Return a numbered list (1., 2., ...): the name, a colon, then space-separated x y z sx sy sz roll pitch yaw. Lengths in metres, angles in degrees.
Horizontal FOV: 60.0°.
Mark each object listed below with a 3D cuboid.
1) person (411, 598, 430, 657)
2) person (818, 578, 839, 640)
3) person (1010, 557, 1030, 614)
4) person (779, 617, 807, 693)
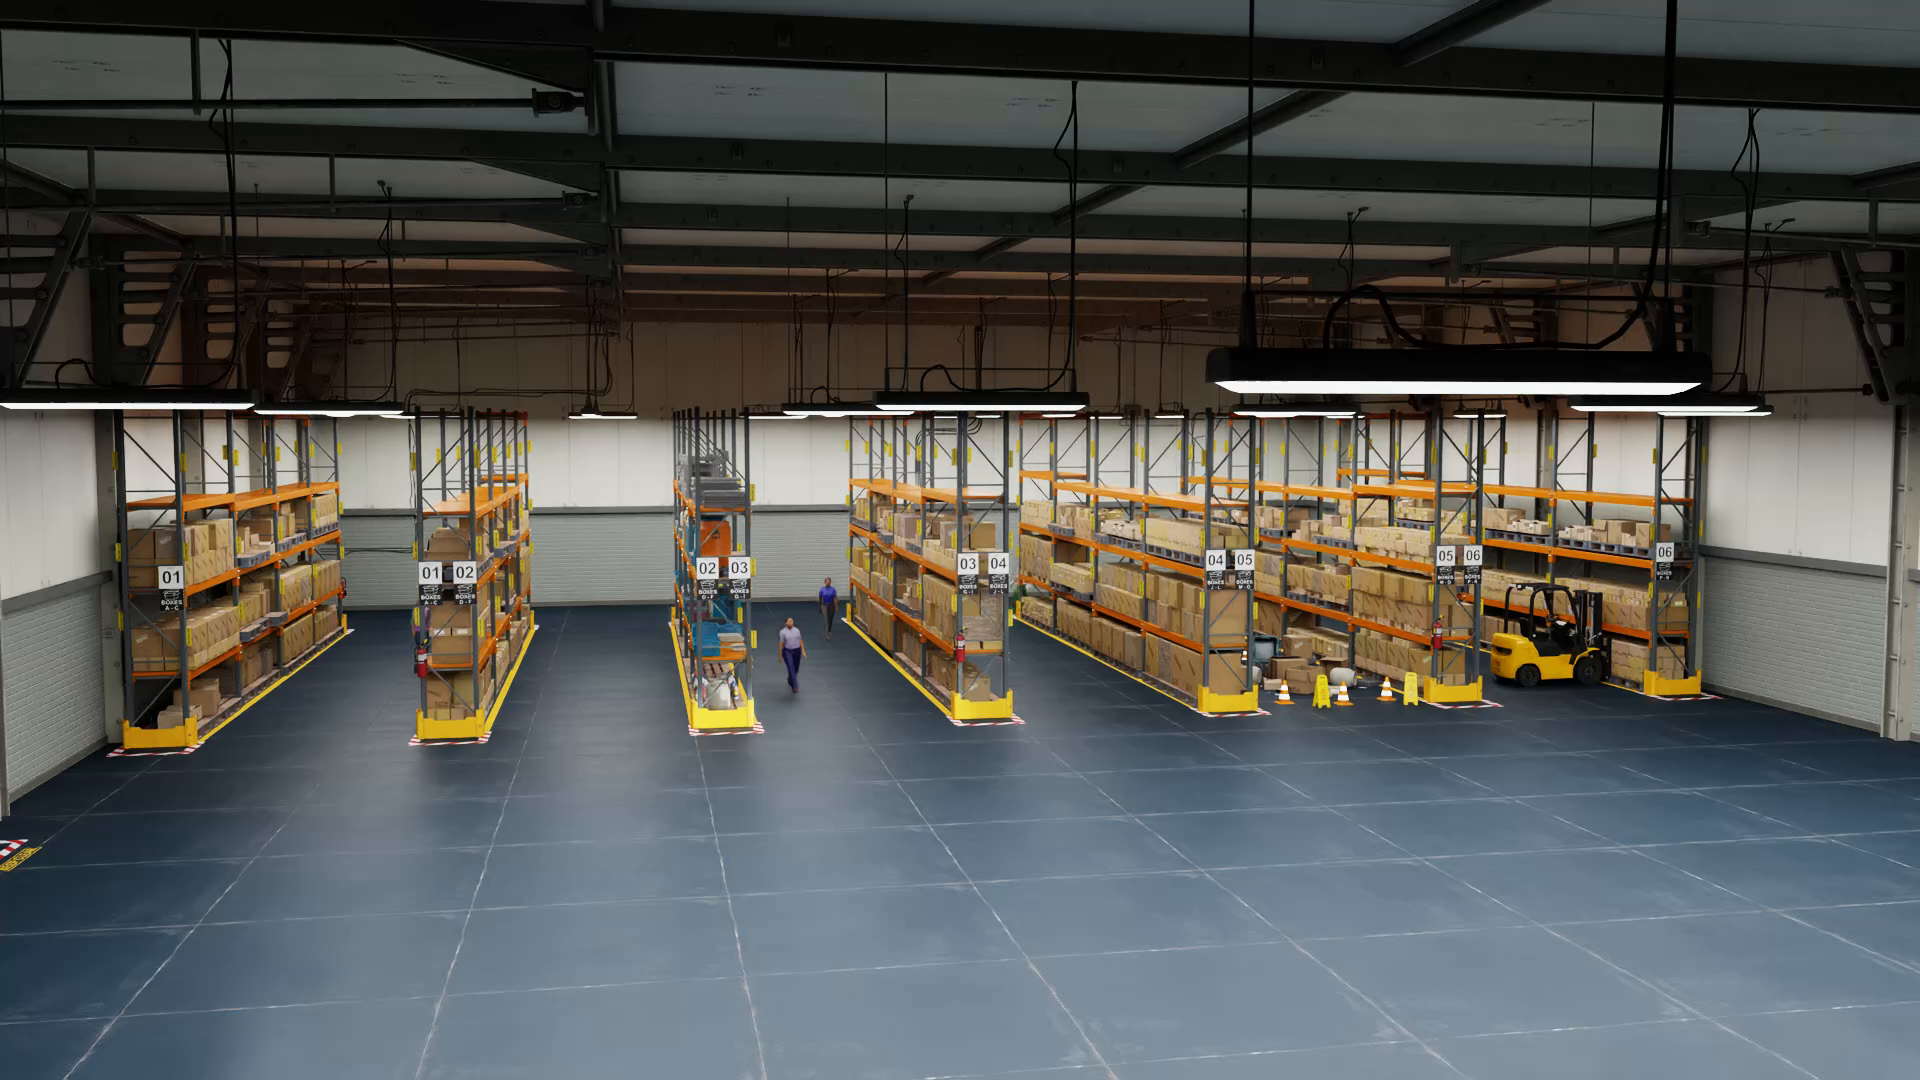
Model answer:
1. person: -12.619 2.153 38.893 0.436 1.615 0.459 -1 4 -12
2. person: -3.477 1.793 43.892 0.490 1.580 1.021 -1 4 -13
3. person: 1.845 1.314 49.683 1.087 1.747 0.497 -1 4 -13
4. person: -3.554 2.415 35.282 0.573 1.581 1.044 -2 5 -27
